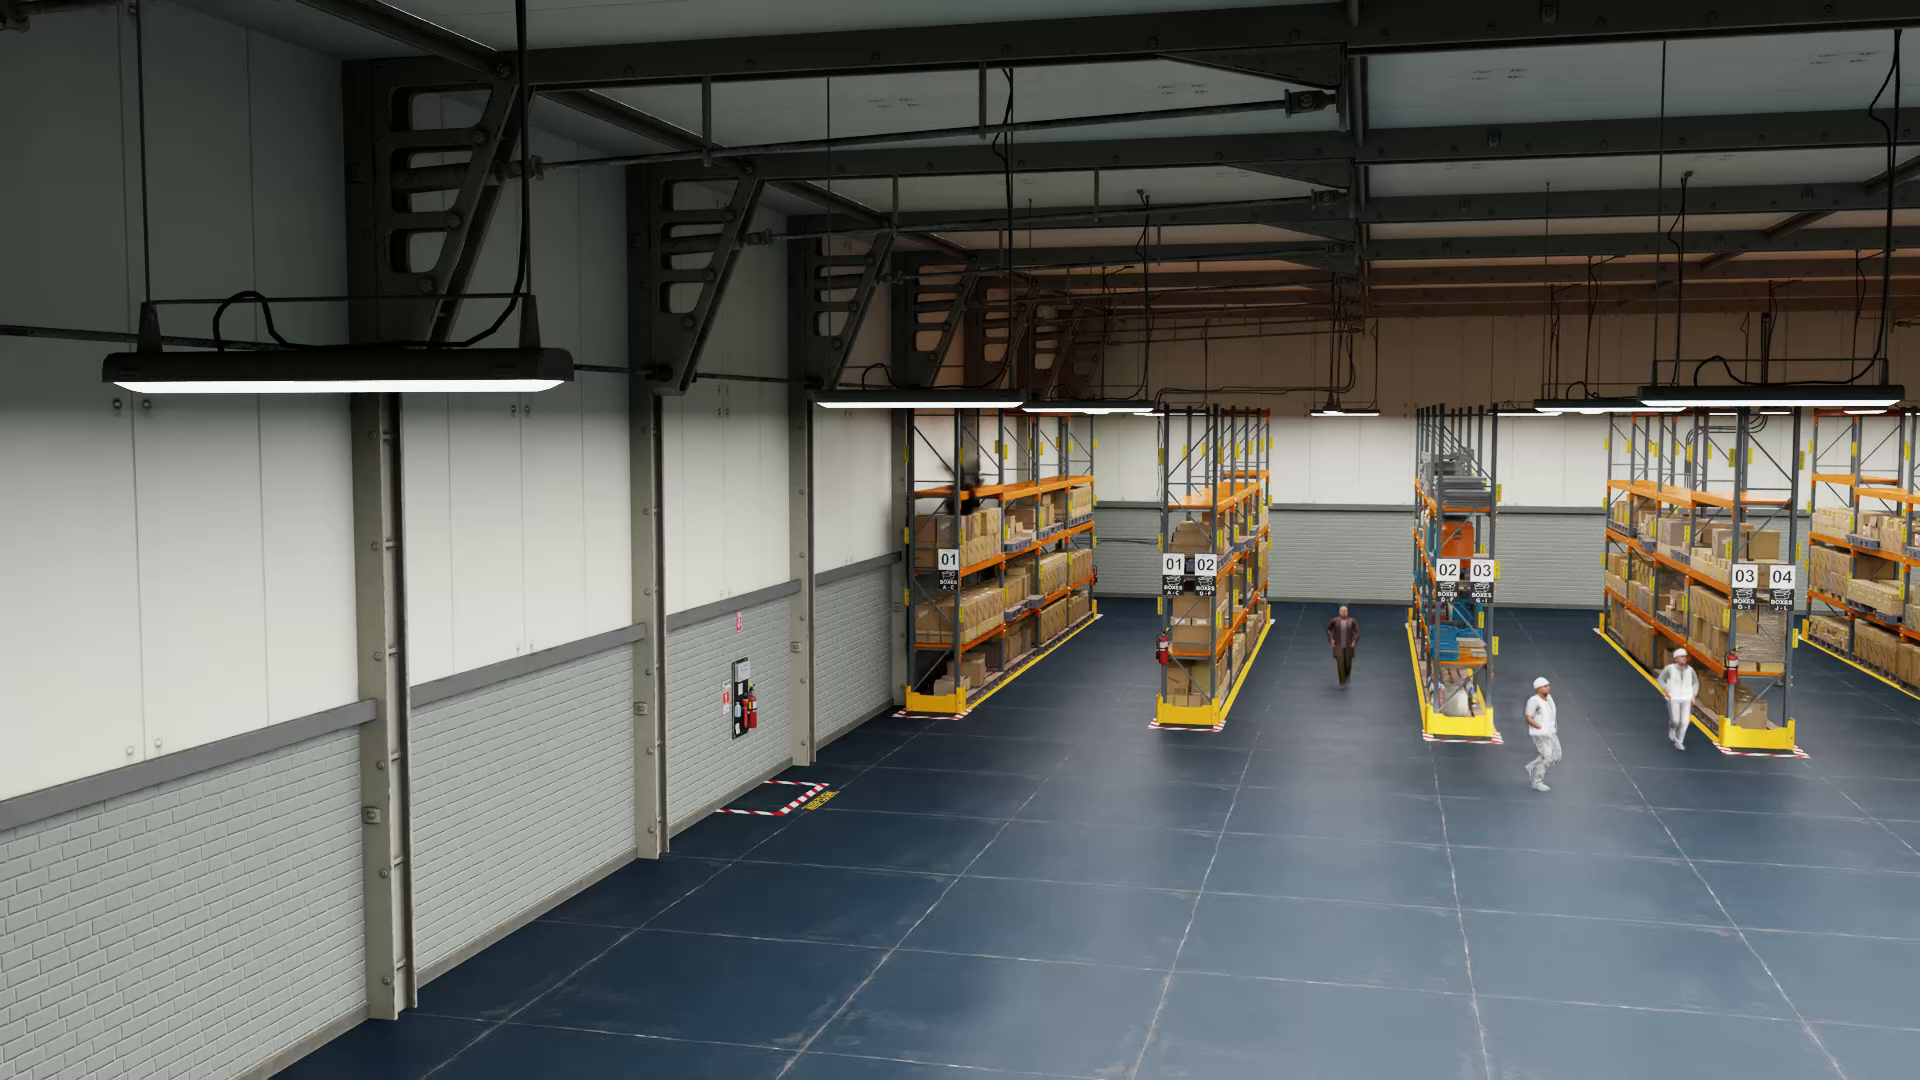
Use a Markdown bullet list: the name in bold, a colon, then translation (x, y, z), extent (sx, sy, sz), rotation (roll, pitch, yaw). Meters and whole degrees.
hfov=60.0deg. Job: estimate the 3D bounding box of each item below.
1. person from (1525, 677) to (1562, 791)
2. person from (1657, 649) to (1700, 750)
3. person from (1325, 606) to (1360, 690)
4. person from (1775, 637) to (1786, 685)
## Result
- **person**: translation (8.992, 2.987, 25.683), extent (0.683, 1.742, 0.545), rotation (-4, 6, -44)
- **person**: translation (12.525, 2.759, 28.966), extent (0.690, 1.742, 0.537), rotation (1, 4, 11)
- **person**: translation (8.159, 2.279, 35.428), extent (0.710, 1.758, 0.741), rotation (1, 4, 10)
- **person**: translation (17.613, 2.294, 35.693), extent (0.550, 1.654, 0.544), rotation (1, 4, 11)
